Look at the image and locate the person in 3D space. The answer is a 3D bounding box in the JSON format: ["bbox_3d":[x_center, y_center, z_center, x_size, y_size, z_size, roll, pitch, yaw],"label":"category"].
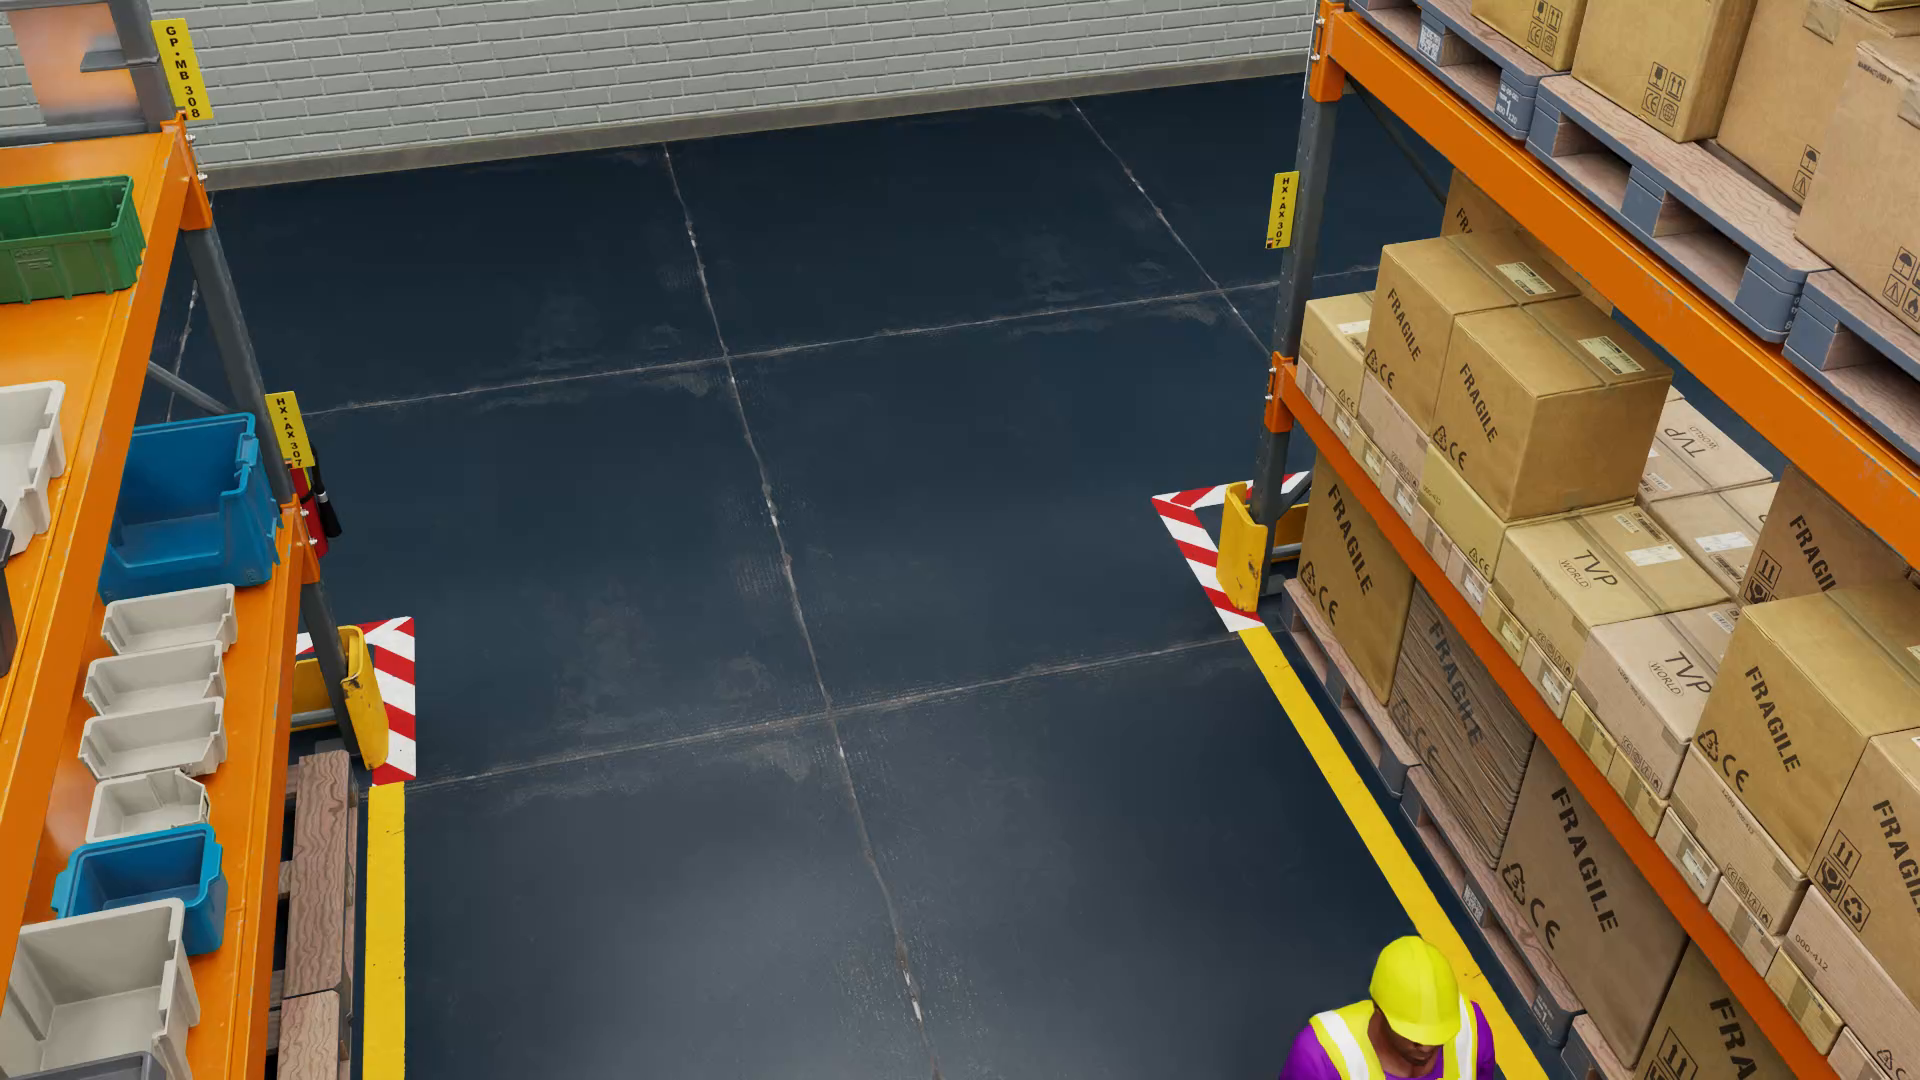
[{"bbox_3d":[1.119,1.676,4.514,0.579,1.749,0.706,-8,39,-10],"label":"person"}]
